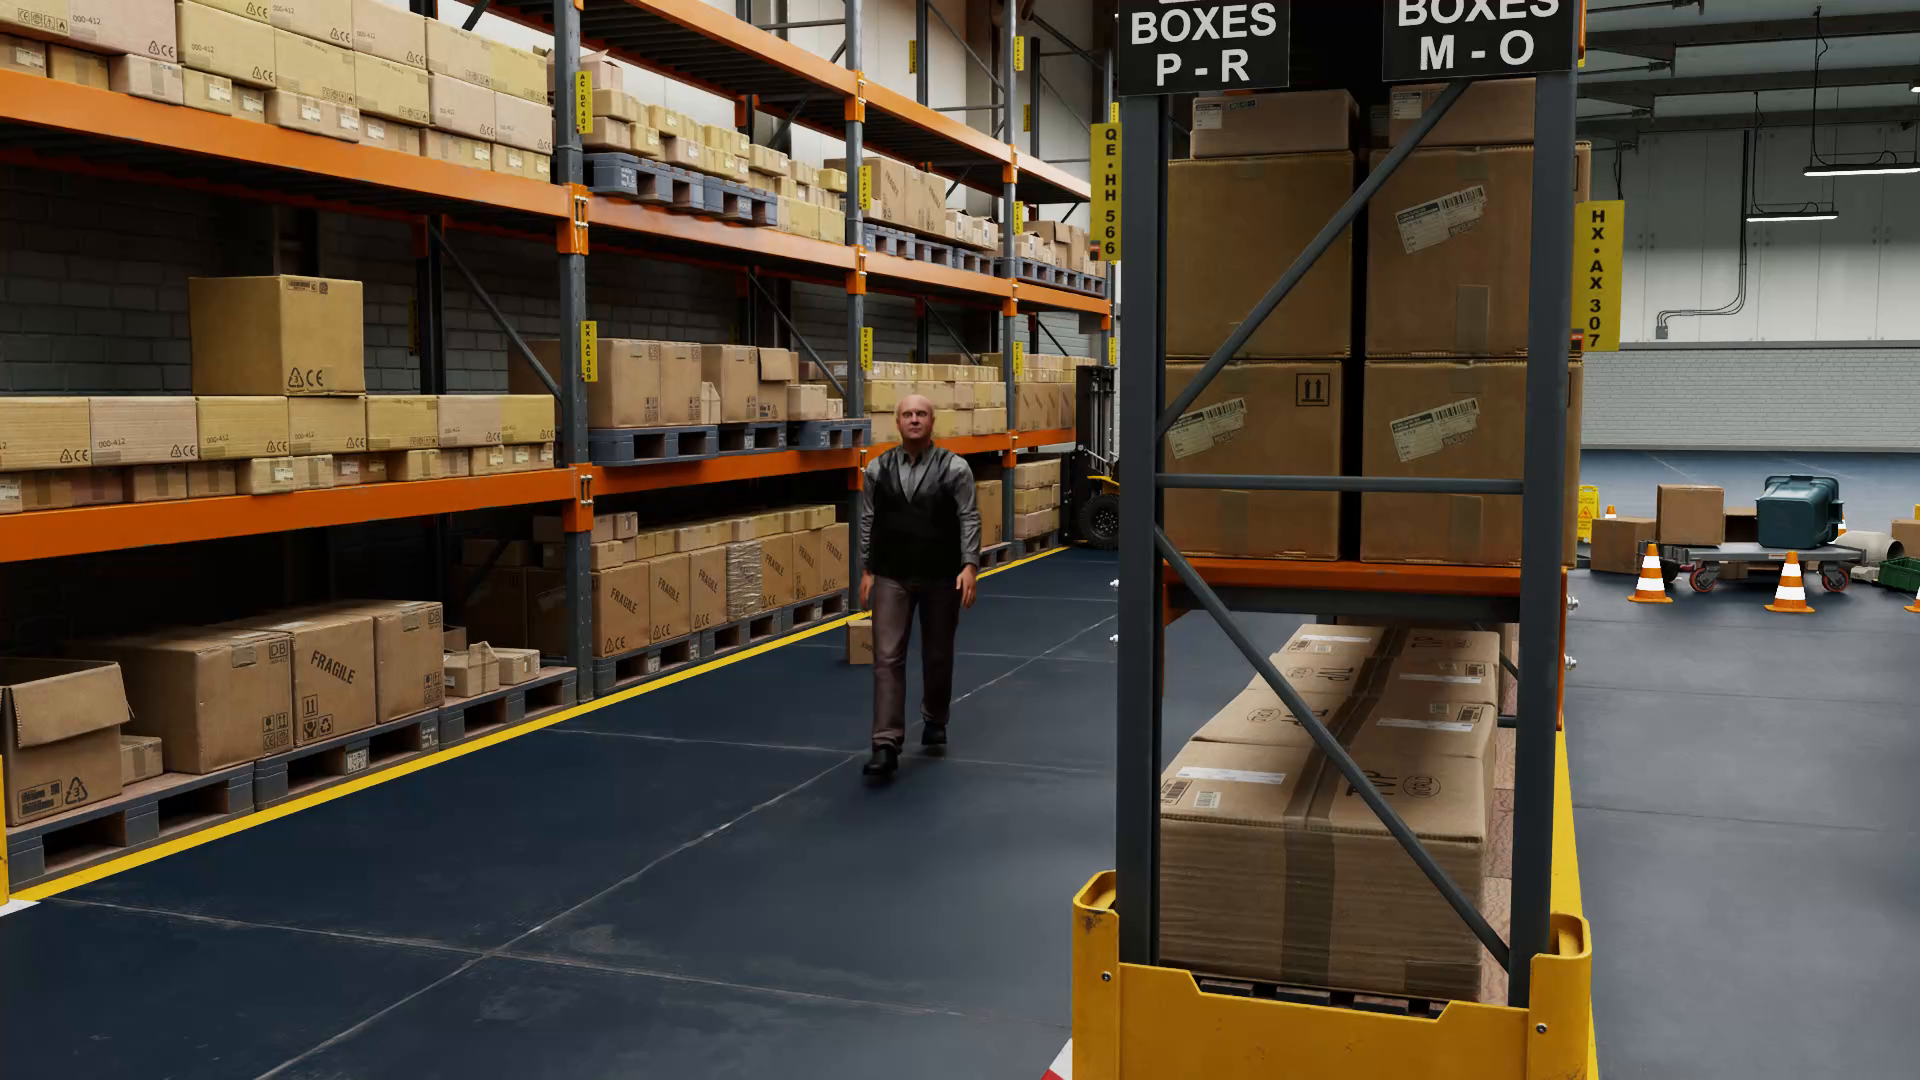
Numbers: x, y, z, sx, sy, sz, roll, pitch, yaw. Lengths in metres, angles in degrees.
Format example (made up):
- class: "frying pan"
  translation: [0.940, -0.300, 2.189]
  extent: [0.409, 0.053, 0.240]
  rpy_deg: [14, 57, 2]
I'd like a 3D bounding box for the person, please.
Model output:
- class: "person"
  translation: [-0.195, 0.173, 7.575]
  extent: [0.585, 1.663, 1.007]
  rpy_deg: [0, 5, 4]
